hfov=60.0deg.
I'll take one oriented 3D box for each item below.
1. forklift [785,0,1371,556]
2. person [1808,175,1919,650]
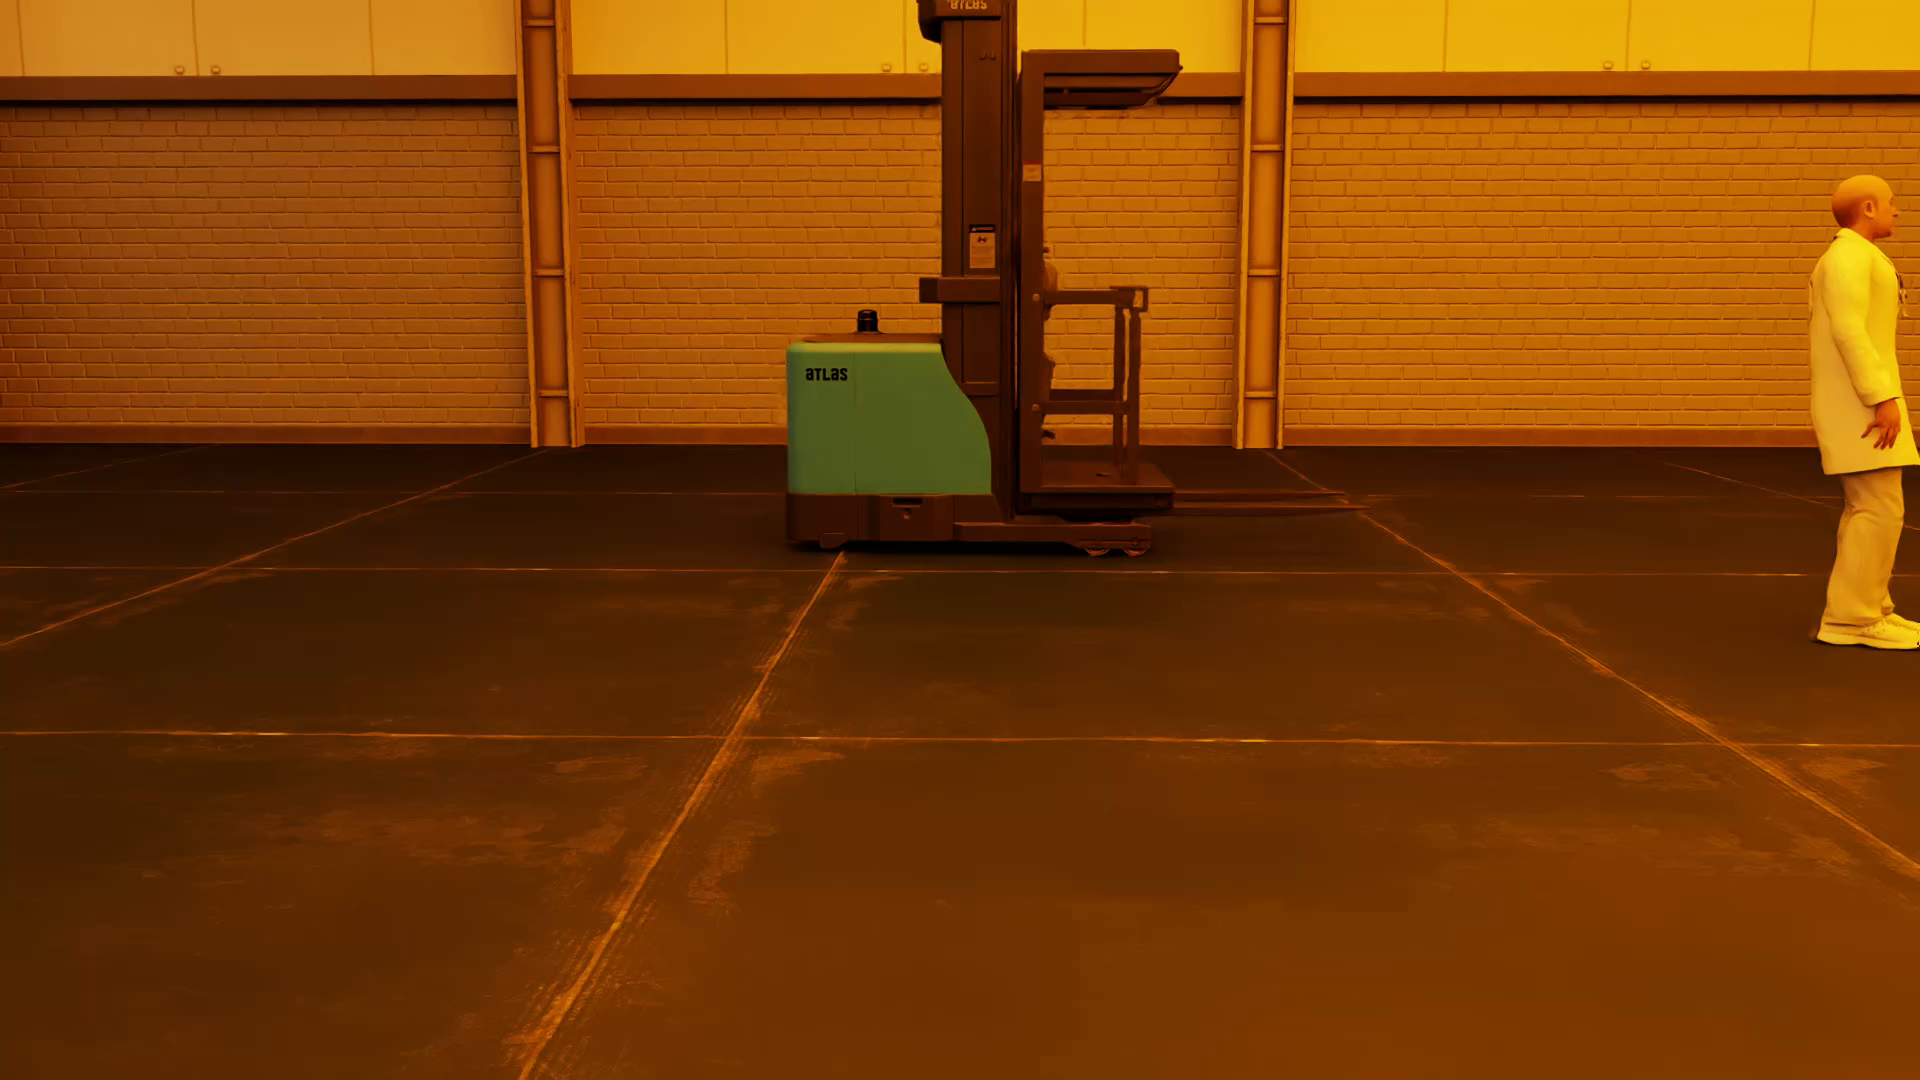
[{"bbox_3d":[0.621,-1.450,8.787,3.031,2.935,1.130,0,9,1],"label":"forklift"},{"bbox_3d":[3.523,-0.485,6.377,0.504,1.799,0.681,3,9,20],"label":"person"}]
